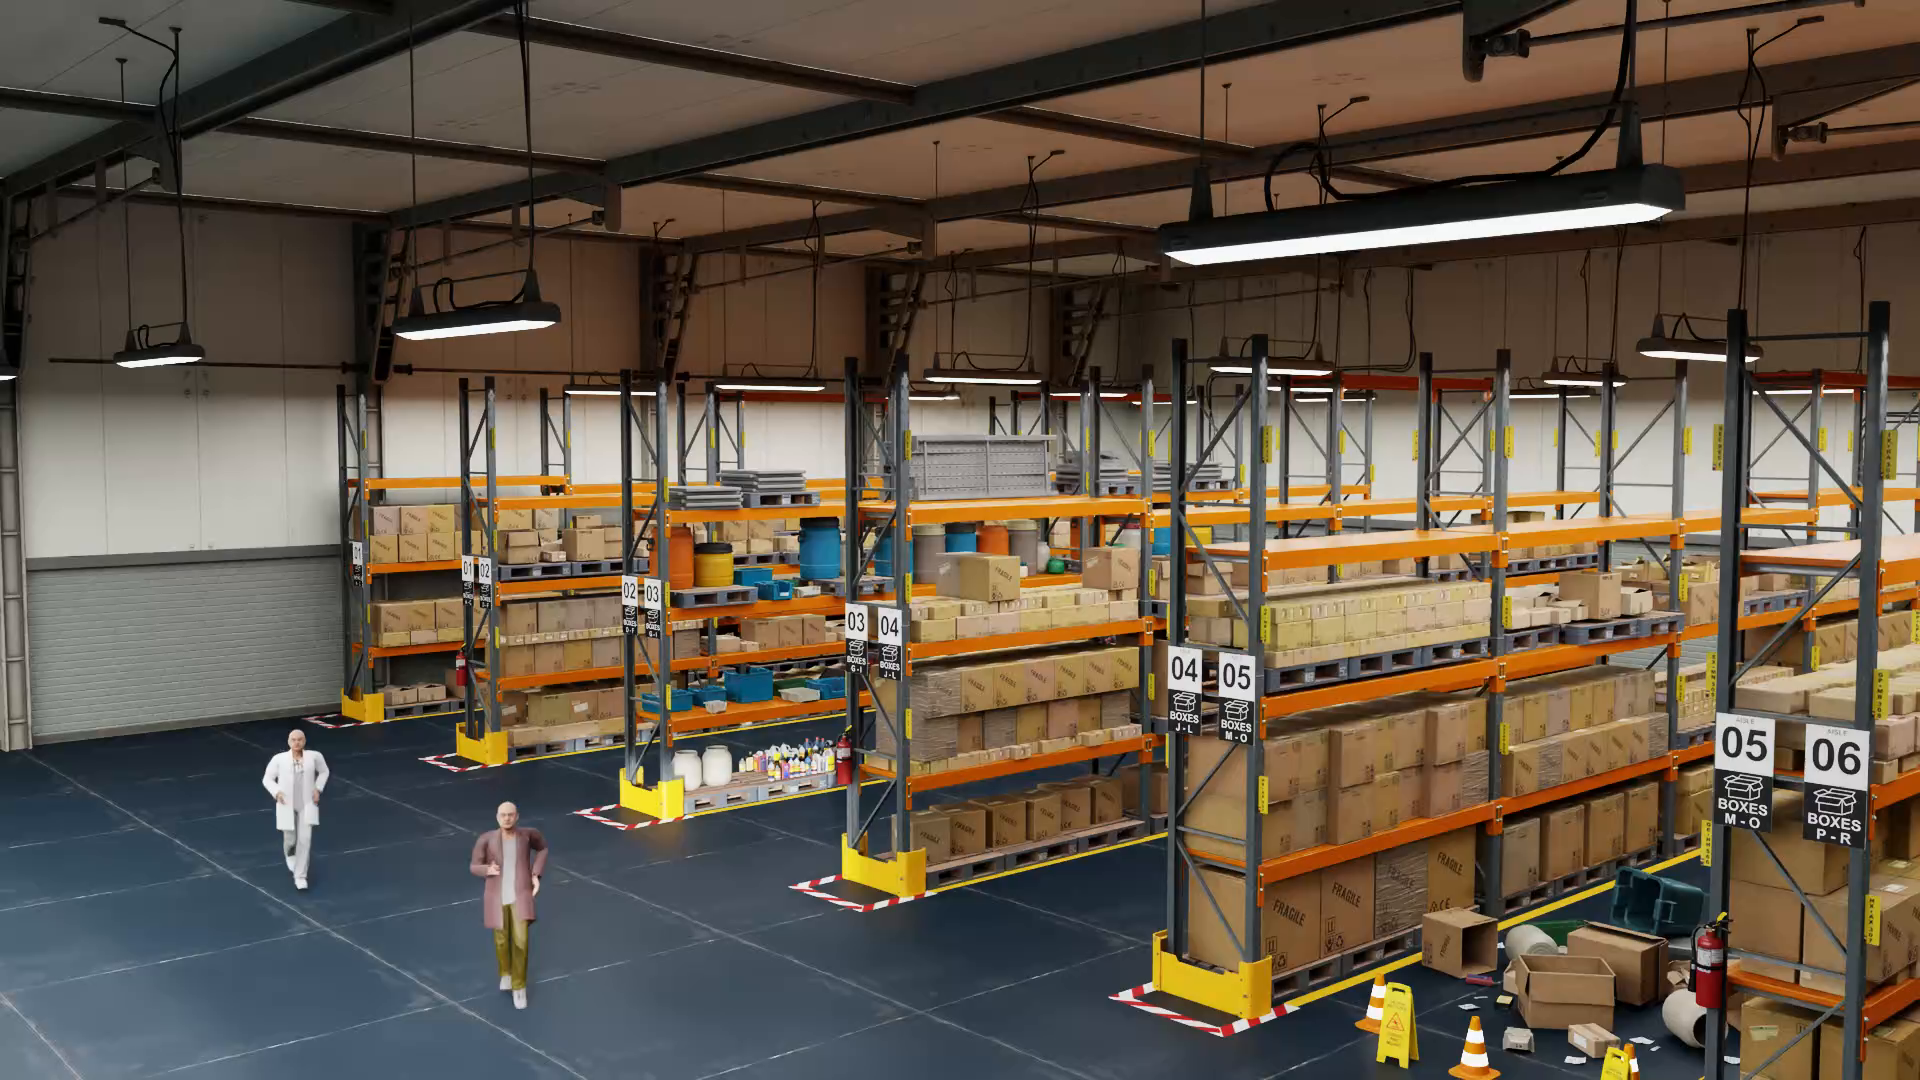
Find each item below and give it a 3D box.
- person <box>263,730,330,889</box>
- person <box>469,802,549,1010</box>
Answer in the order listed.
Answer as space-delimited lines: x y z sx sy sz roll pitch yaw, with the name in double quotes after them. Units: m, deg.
-7.544 3.030 18.945 0.720 1.750 0.921 -2 4 -25 "person"
-4.080 3.292 15.065 0.685 1.844 0.793 -1 4 -12 "person"
